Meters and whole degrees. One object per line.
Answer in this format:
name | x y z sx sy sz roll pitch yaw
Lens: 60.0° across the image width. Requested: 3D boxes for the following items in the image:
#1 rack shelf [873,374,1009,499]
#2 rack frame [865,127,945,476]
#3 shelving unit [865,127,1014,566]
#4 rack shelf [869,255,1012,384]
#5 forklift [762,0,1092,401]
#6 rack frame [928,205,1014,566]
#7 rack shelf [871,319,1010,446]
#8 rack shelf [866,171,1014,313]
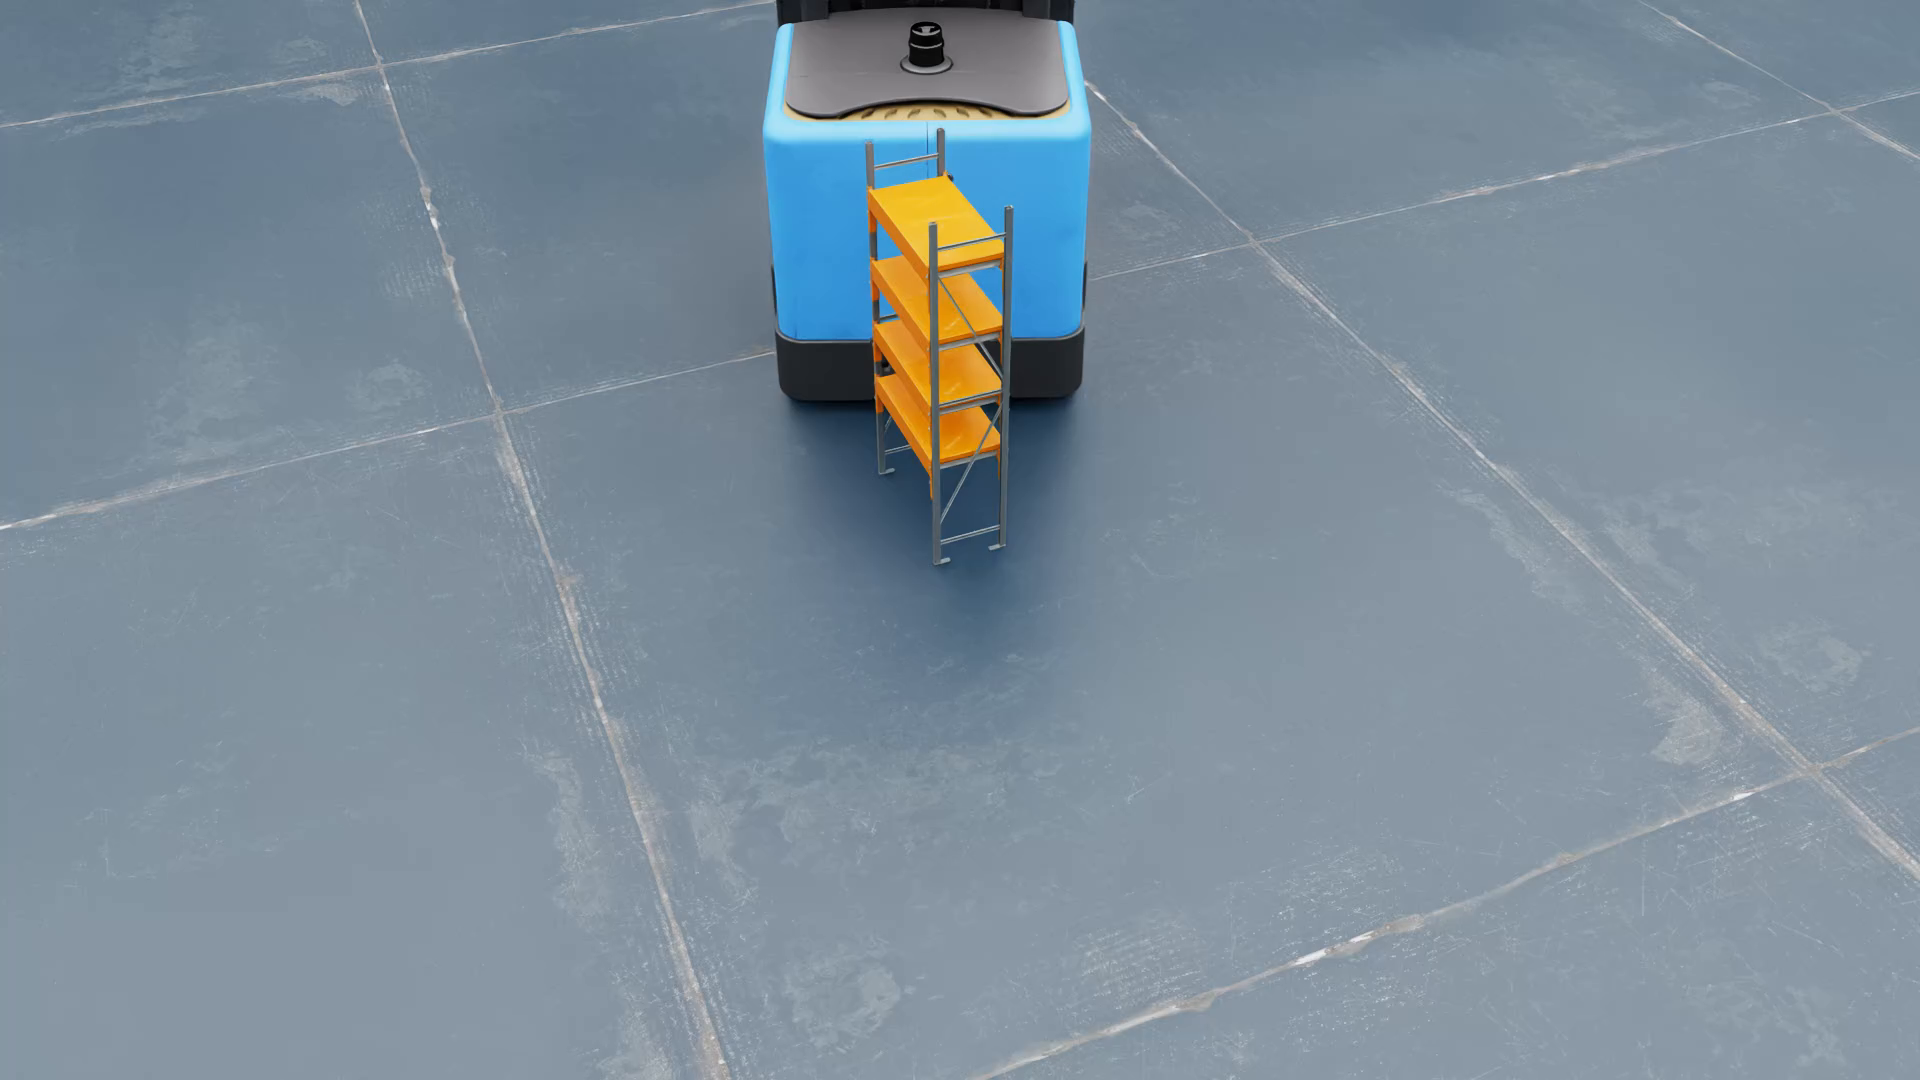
rack shelf | -0.063 -0.353 5.148 0.258 0.148 0.480 -15 43 -17
rack frame | -0.157 -0.702 5.146 0.240 1.200 0.015 -15 43 -17
shelving unit | -0.063 -0.555 4.975 0.258 1.200 0.503 -15 43 -17
rack shelf | -0.063 -0.673 4.873 0.258 0.148 0.480 -15 43 -17
forklift | -0.132 -2.525 5.939 1.130 2.935 3.031 -1 41 -1
rack frame | 0.030 -0.408 4.804 0.240 1.200 0.015 -15 43 -17
rack shelf | -0.063 -0.504 5.019 0.258 0.148 0.480 -15 43 -17
rack shelf | -0.063 -0.853 4.719 0.258 0.148 0.480 -15 43 -17
